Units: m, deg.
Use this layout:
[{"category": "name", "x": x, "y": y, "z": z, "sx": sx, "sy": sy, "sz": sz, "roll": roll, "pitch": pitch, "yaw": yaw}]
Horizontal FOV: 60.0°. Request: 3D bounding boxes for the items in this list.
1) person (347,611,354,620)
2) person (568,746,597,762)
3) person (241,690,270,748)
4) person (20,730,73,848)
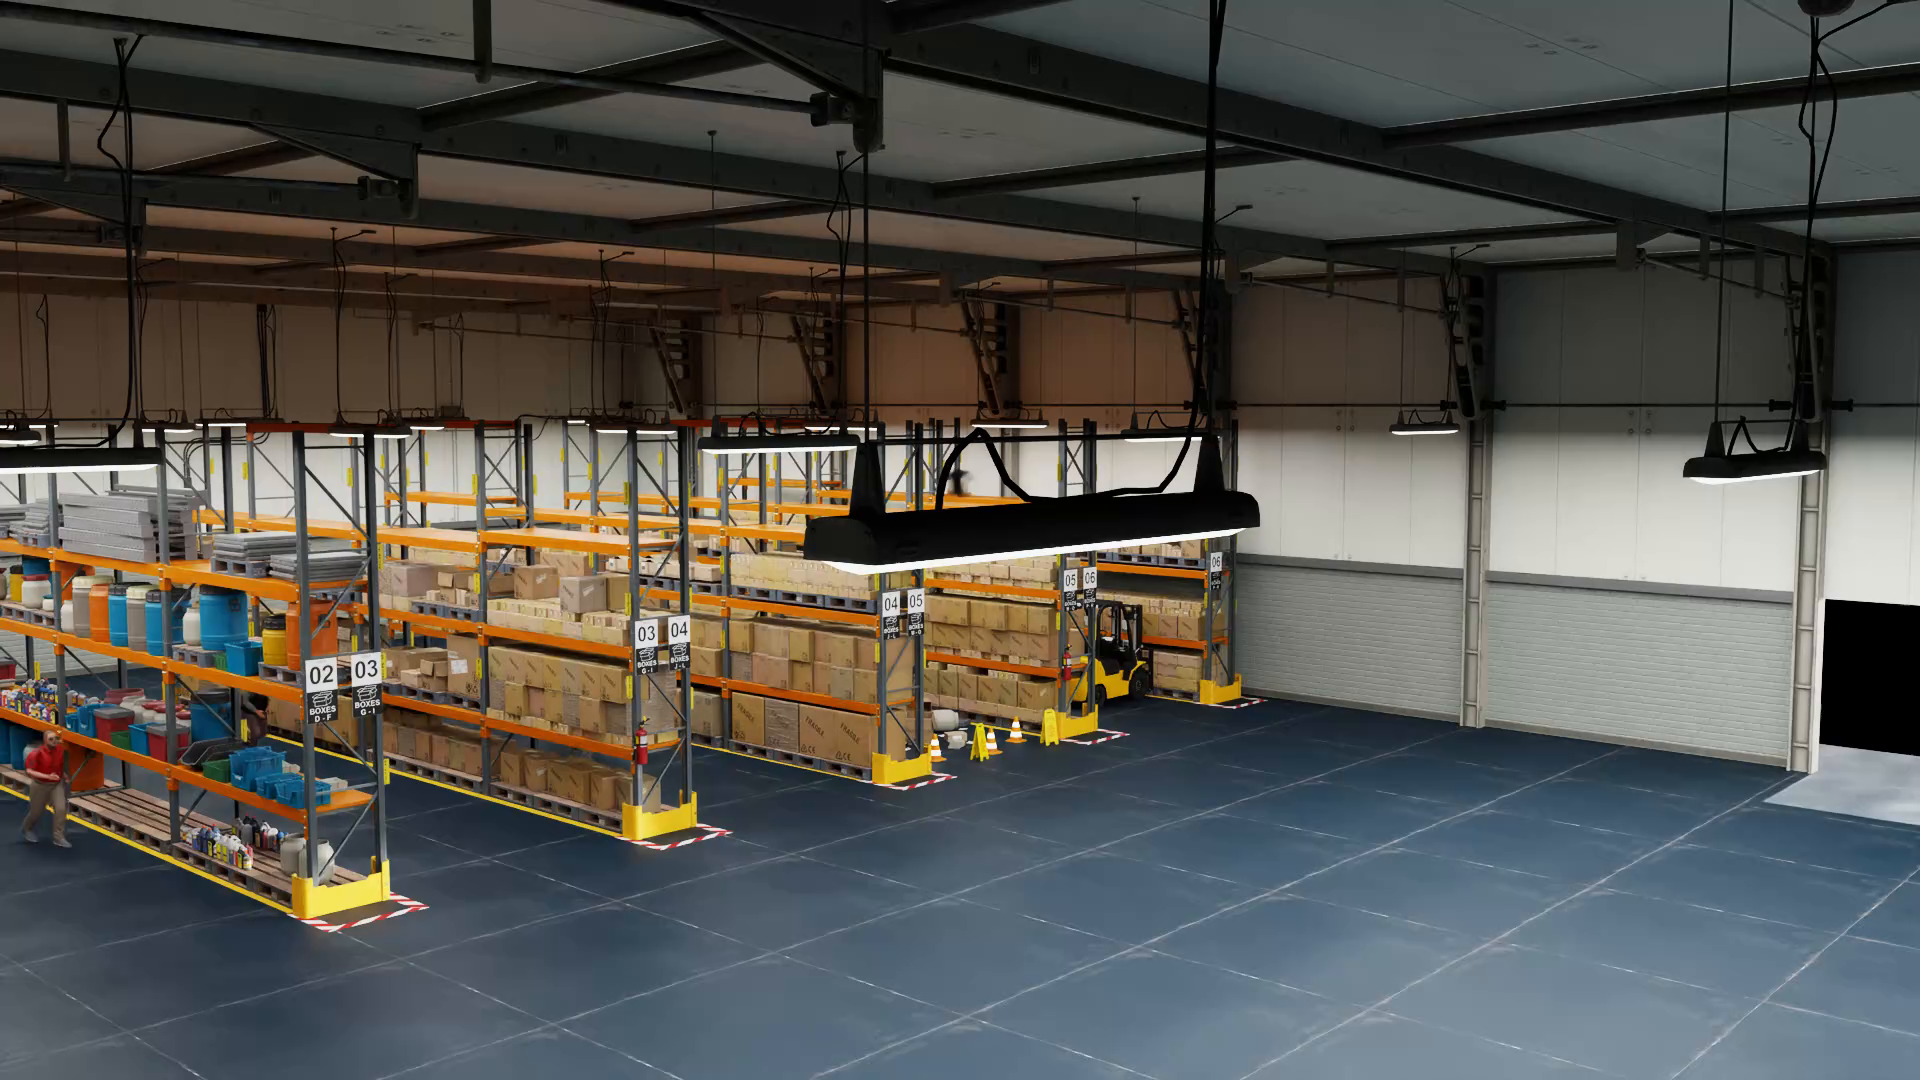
[{"category": "person", "x": -13.761, "y": 2.390, "z": 37.620, "sx": 0.711, "sy": 1.788, "sz": 0.676, "roll": -3, "pitch": 6, "yaw": -33}, {"category": "person", "x": -6.562, "y": 3.104, "z": 29.493, "sx": 0.840, "sy": 1.739, "sz": 0.657, "roll": -1, "pitch": 5, "yaw": -6}, {"category": "person", "x": -12.682, "y": 3.106, "z": 29.868, "sx": 0.844, "sy": 1.563, "sz": 0.625, "roll": 2, "pitch": 5, "yaw": 24}, {"category": "person", "x": -13.115, "y": 3.544, "z": 23.807, "sx": 0.960, "sy": 1.701, "sz": 0.656, "roll": 3, "pitch": 5, "yaw": 31}]
